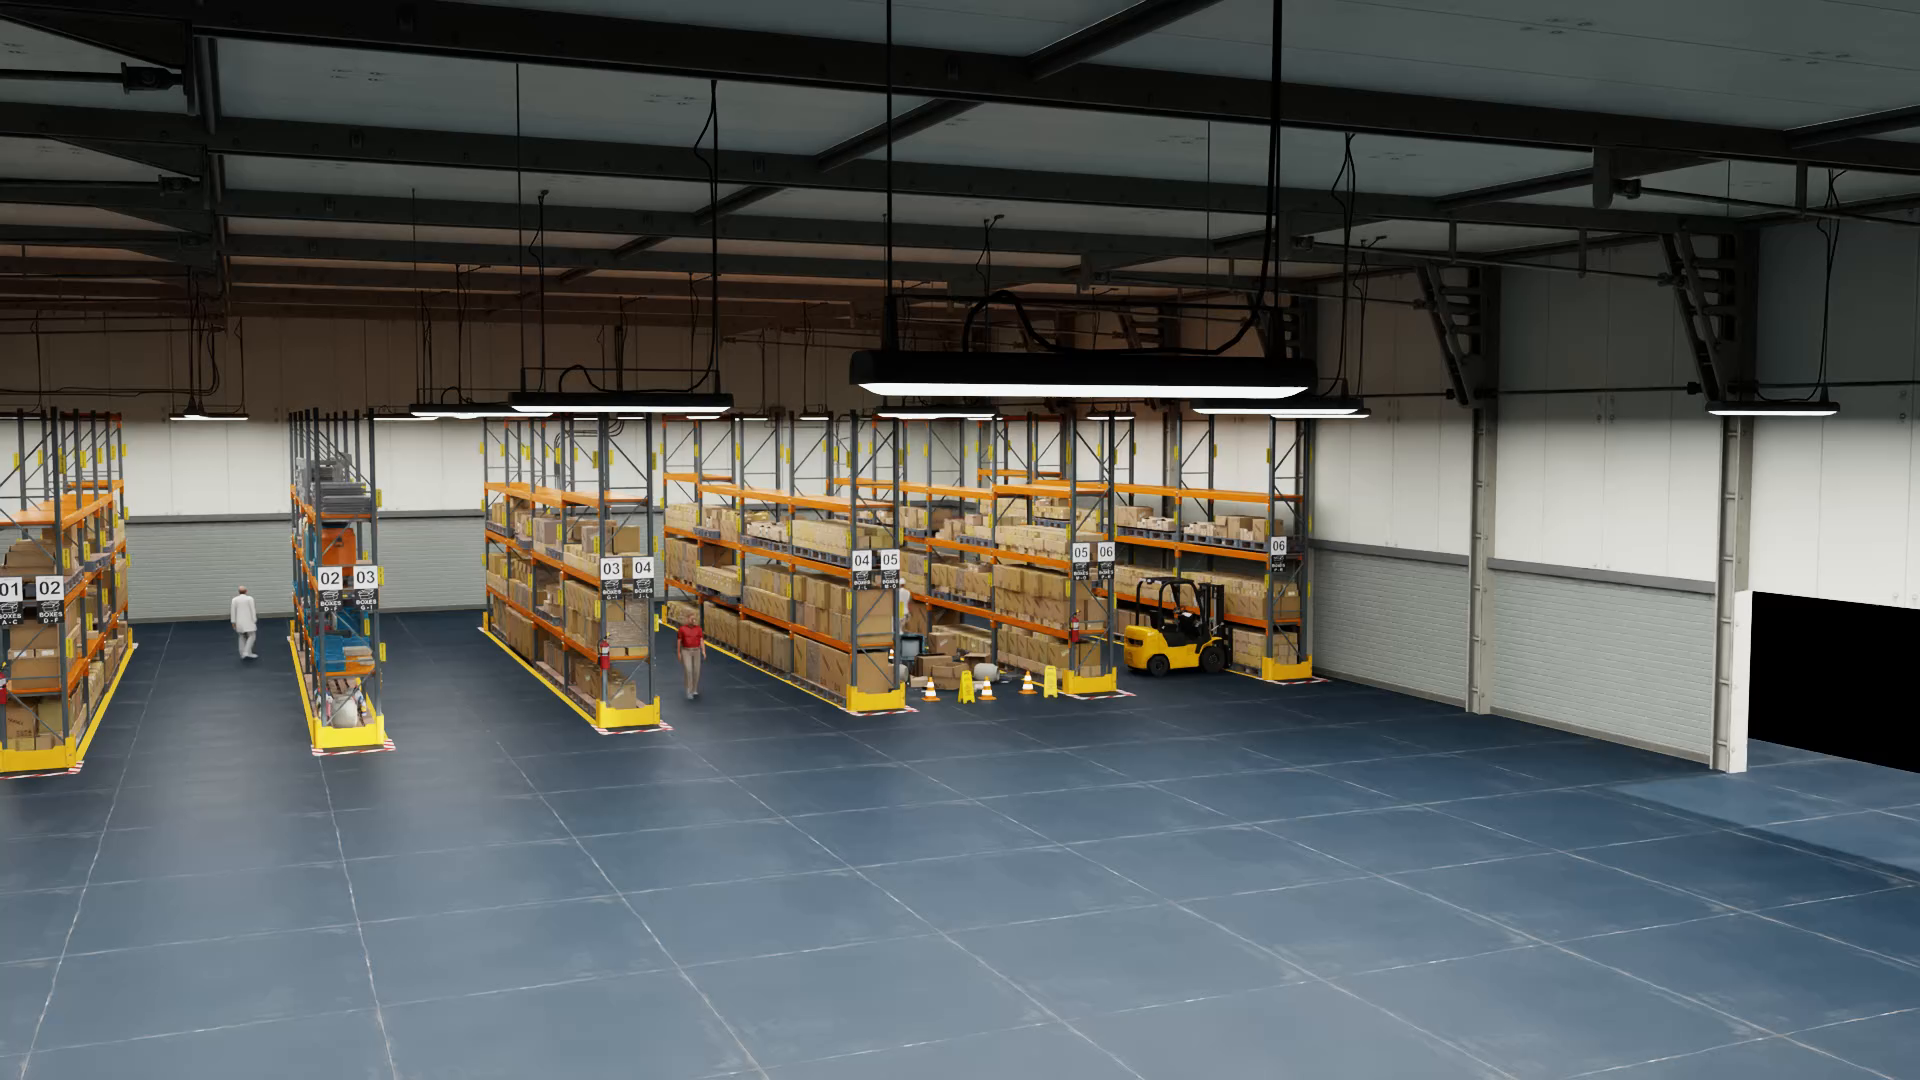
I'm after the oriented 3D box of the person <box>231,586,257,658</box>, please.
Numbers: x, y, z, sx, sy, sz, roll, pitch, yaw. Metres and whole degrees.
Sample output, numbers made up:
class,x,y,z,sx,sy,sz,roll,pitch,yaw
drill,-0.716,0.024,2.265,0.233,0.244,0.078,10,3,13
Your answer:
class,x,y,z,sx,sy,sz,roll,pitch,yaw
person,-17.440,2.003,40.491,0.630,1.775,0.594,0,4,0

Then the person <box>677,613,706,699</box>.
class,x,y,z,sx,sy,sz,roll,pitch,yaw
person,-5.599,2.439,34.900,0.561,1.763,0.673,-2,5,-28

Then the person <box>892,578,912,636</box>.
class,x,y,z,sx,sy,sz,roll,pitch,yaw
person,-1.453,1.818,40.419,0.592,1.788,0.492,-2,4,-27
